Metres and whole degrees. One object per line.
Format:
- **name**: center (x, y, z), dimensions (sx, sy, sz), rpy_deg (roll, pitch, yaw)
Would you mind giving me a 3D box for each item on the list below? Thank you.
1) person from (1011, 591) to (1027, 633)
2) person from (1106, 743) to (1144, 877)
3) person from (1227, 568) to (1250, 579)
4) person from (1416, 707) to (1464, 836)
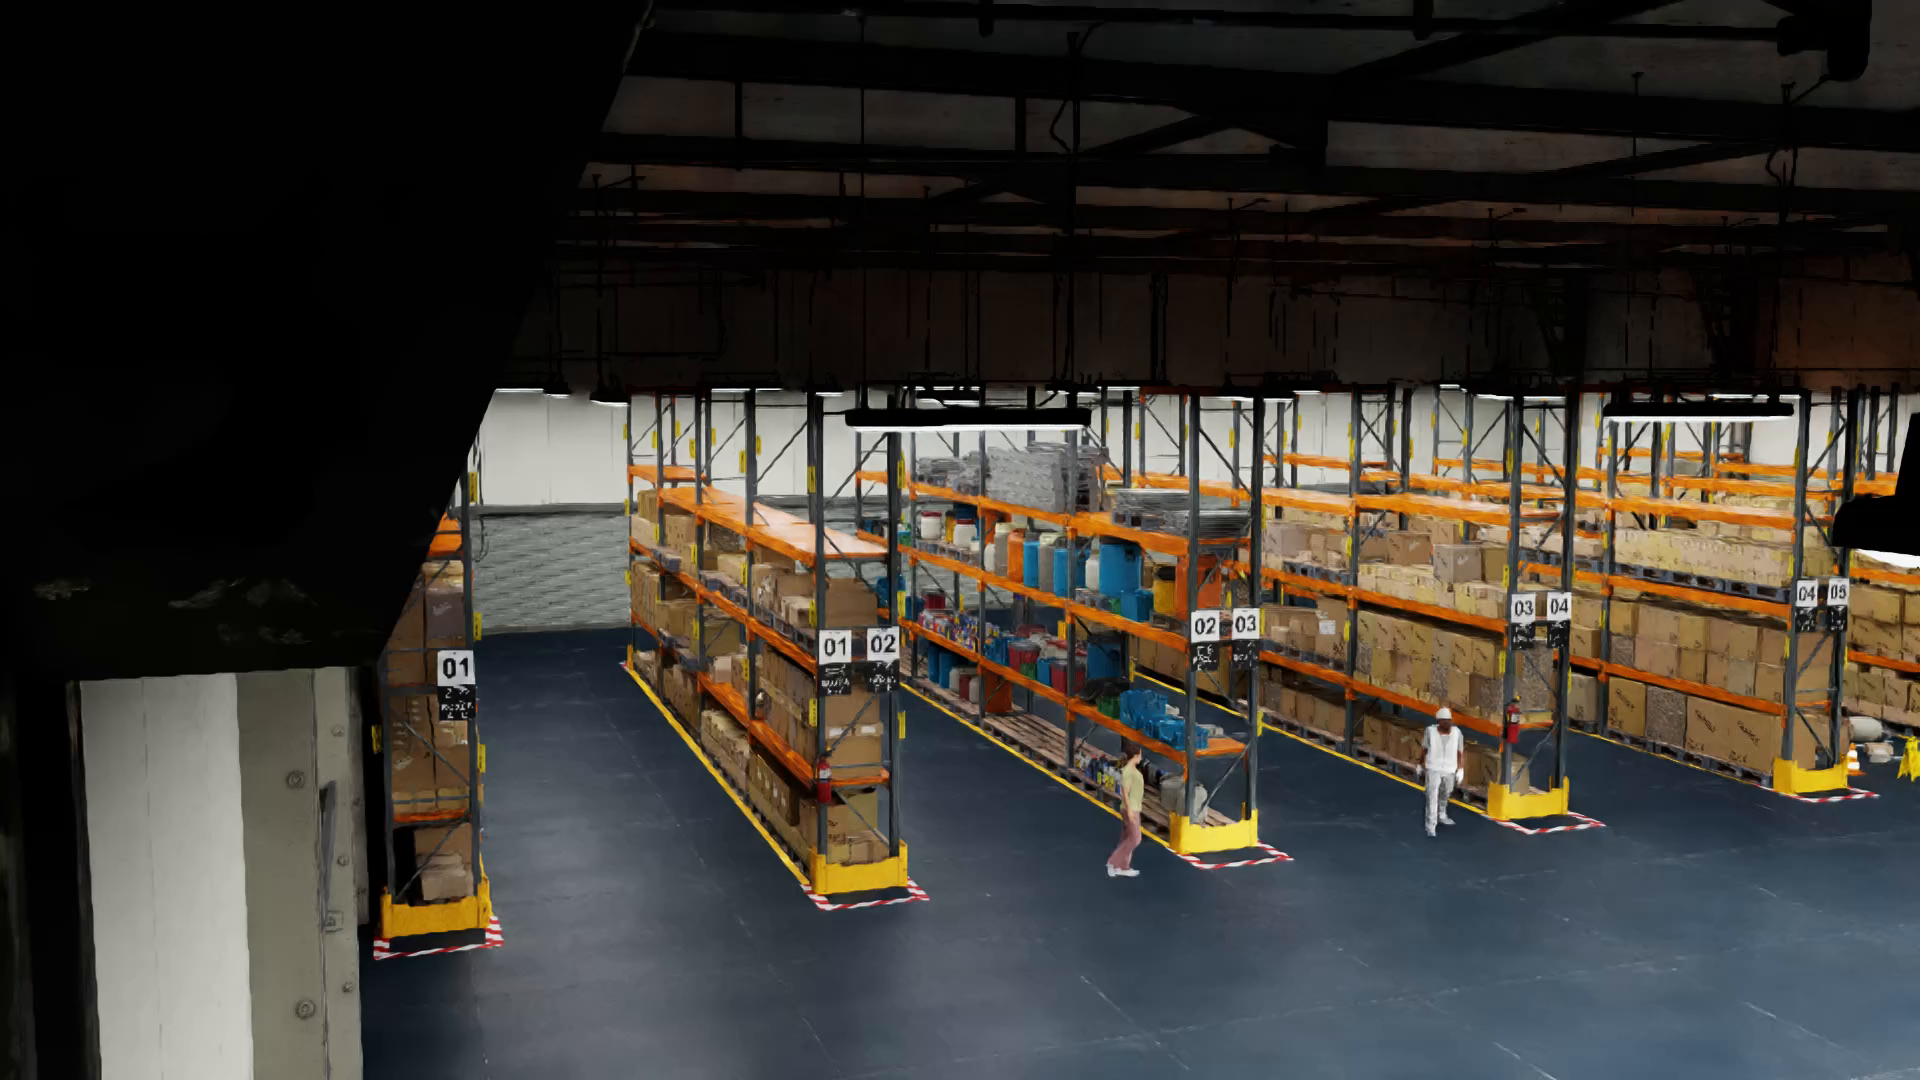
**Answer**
- **person**: center (1.374, 1.568, 38.481), dimensions (0.446, 1.591, 0.614), rpy_deg (-4, 7, -31)
- **person**: center (2.050, 3.361, 20.648), dimensions (0.438, 1.667, 0.622), rpy_deg (2, 6, 16)
- **person**: center (6.923, 1.219, 41.126), dimensions (0.645, 1.783, 0.523), rpy_deg (5, 7, 37)
- **person**: center (6.567, 3.130, 22.686), dimensions (0.608, 1.741, 0.963), rpy_deg (0, 6, 4)
